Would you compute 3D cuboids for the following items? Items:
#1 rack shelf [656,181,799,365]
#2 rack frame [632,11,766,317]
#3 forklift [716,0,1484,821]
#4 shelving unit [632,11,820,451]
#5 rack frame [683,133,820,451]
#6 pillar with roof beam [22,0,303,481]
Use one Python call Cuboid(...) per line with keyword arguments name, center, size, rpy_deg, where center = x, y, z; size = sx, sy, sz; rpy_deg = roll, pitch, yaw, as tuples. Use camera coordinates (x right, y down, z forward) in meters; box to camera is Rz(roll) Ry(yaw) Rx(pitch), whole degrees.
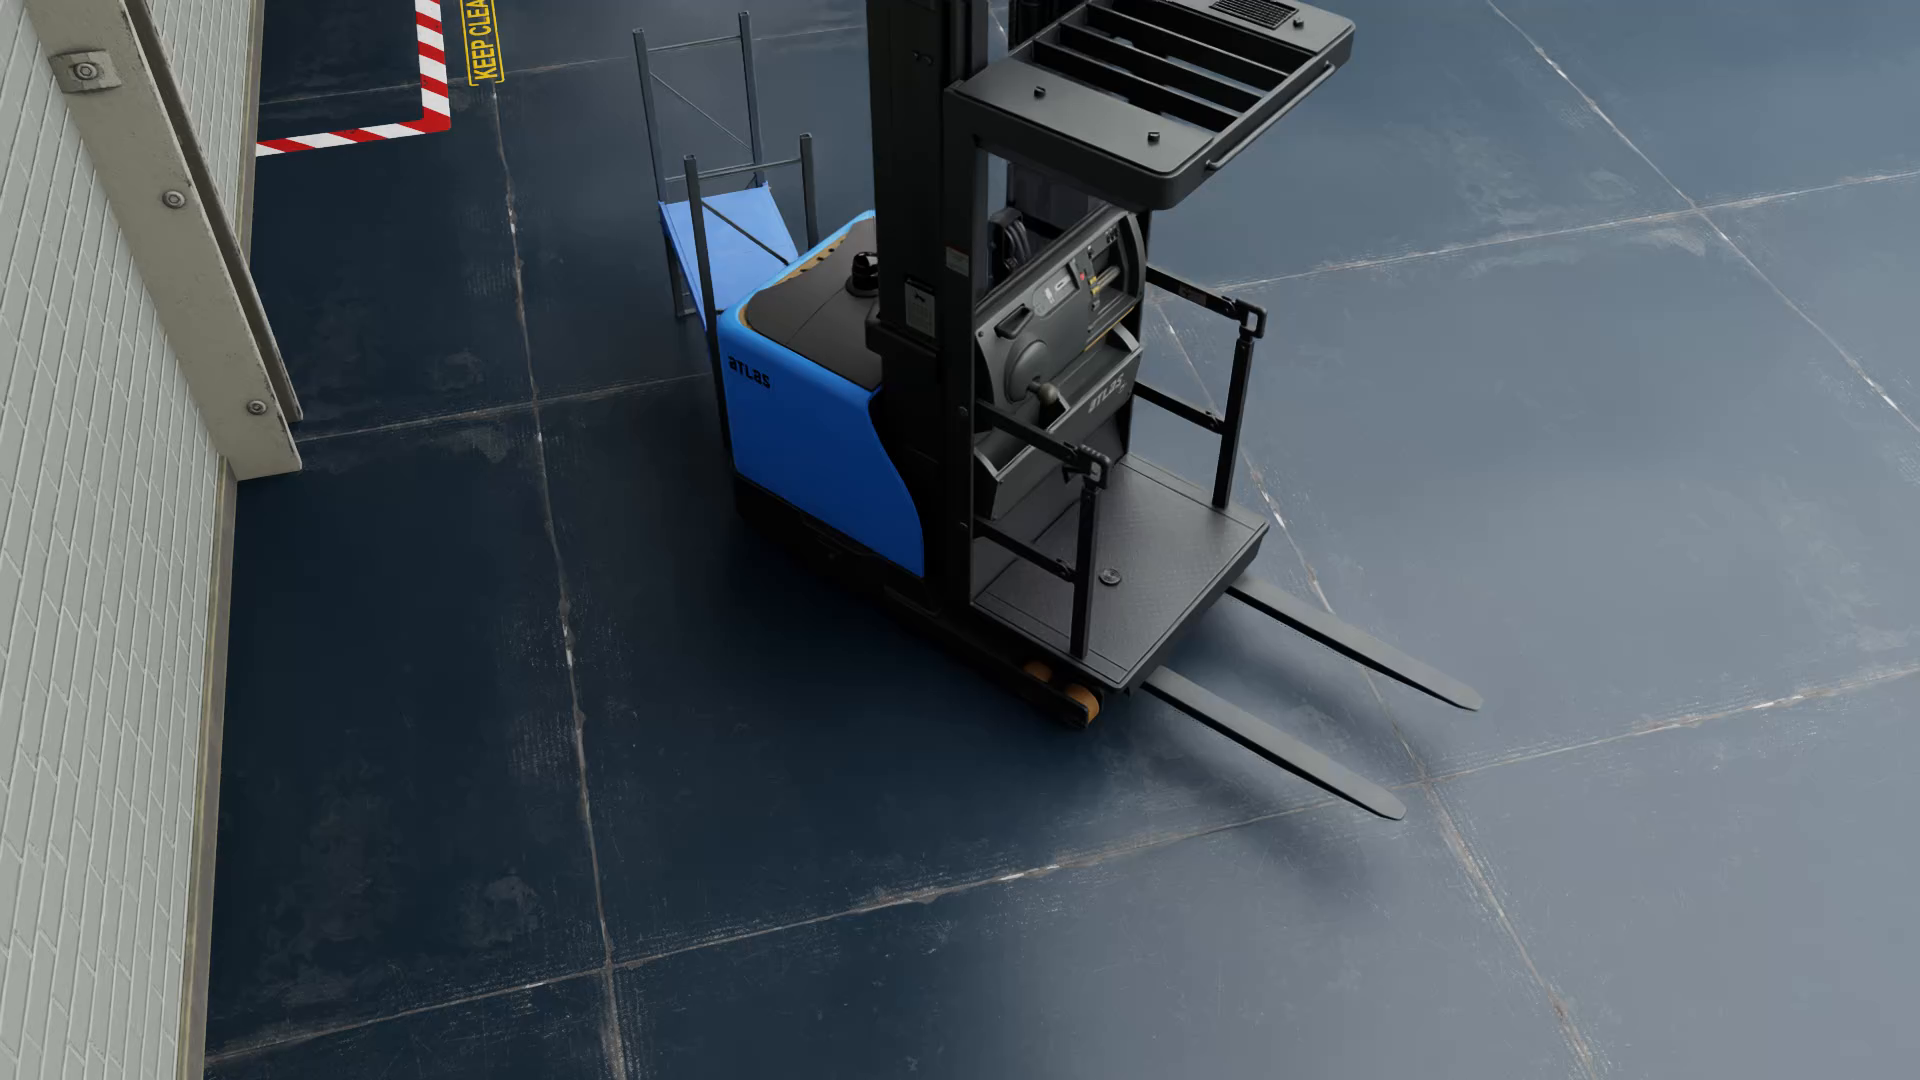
Cuboid(name="rack shelf", center=(-0.977, -1.205, 7.383), size=(0.538, 0.185, 1.000), rpy_deg=(-14, 47, -13))
Cuboid(name="rack frame", center=(-1.140, -1.674, 7.592), size=(0.500, 1.500, 0.032), rpy_deg=(-14, 47, -13))
Cuboid(name="forklift", center=(0.526, -0.750, 5.684), size=(3.031, 2.935, 1.130), rpy_deg=(29, 52, 25))
Cuboid(name="shelving unit", center=(-0.977, -1.331, 7.255), size=(0.538, 1.500, 1.048), rpy_deg=(-14, 47, -13))
Cuboid(name="rack frame", center=(-0.814, -0.987, 6.918), size=(0.500, 1.500, 0.032), rpy_deg=(-14, 47, -13))
Cuboid(name="pillar with roof beam", center=(1.070, -4.354, 4.967), size=(9.100, 9.000, 0.400), rpy_deg=(-11, 47, -10))
